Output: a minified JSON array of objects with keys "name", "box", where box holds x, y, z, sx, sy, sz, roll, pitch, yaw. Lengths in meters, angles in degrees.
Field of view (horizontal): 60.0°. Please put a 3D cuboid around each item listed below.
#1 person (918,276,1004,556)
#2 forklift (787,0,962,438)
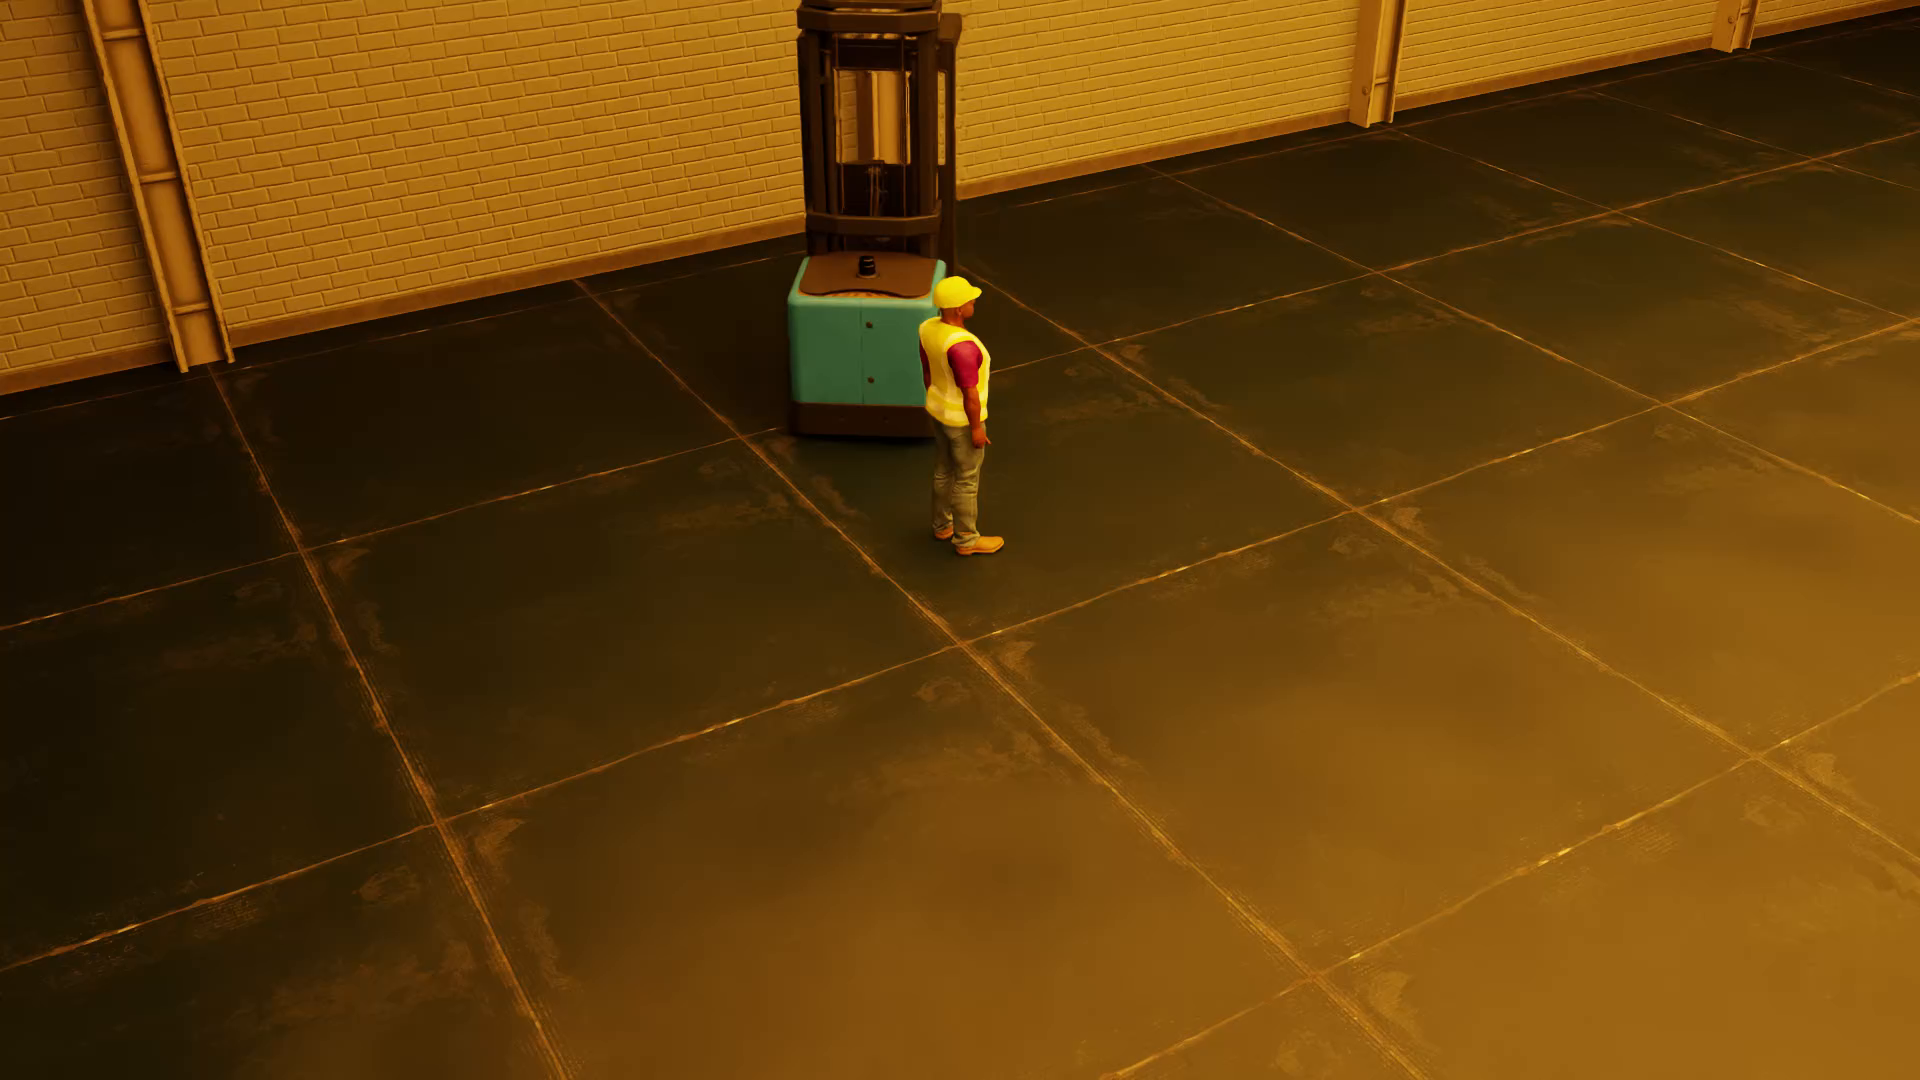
[{"name":"person","box":[-0.003,-0.762,10.055,0.388,1.770,0.556,-17,35,-26]},{"name":"forklift","box":[-0.559,-2.695,12.149,1.130,2.935,3.031,2,31,3]}]
